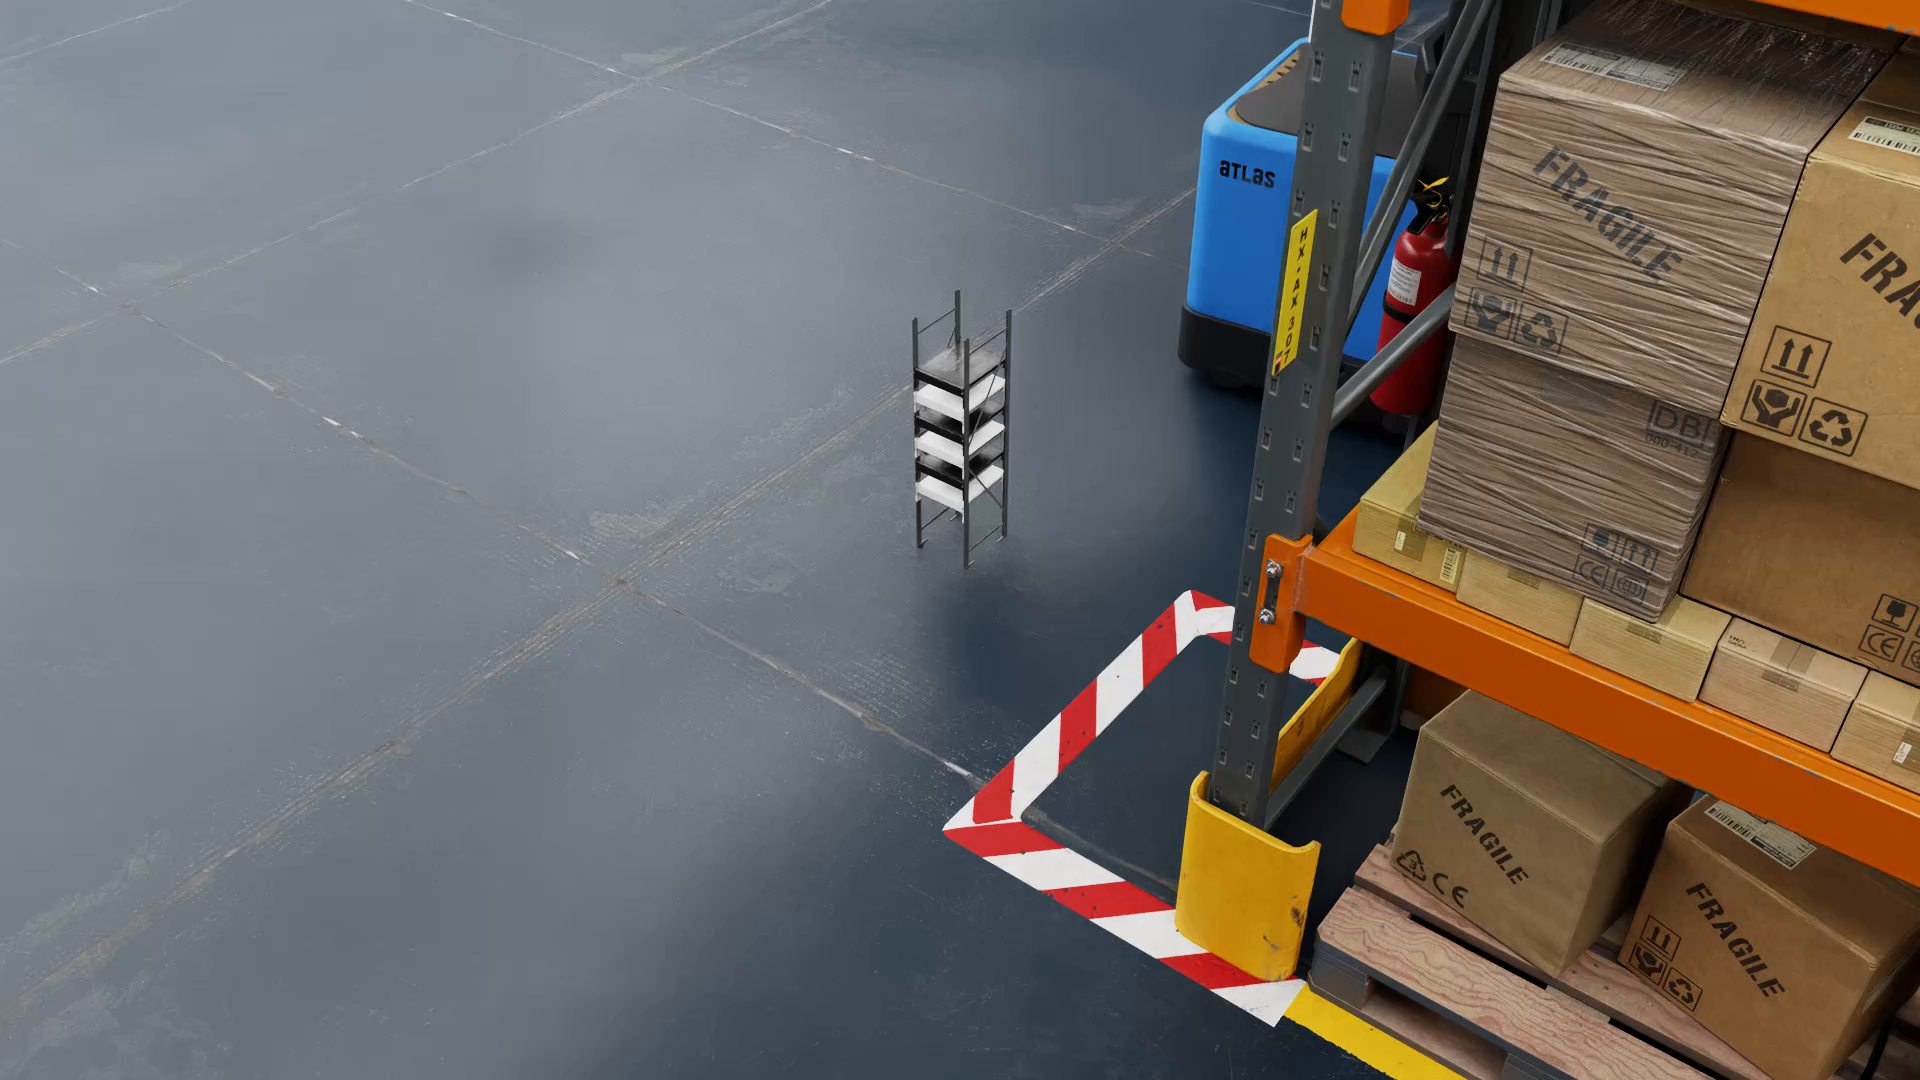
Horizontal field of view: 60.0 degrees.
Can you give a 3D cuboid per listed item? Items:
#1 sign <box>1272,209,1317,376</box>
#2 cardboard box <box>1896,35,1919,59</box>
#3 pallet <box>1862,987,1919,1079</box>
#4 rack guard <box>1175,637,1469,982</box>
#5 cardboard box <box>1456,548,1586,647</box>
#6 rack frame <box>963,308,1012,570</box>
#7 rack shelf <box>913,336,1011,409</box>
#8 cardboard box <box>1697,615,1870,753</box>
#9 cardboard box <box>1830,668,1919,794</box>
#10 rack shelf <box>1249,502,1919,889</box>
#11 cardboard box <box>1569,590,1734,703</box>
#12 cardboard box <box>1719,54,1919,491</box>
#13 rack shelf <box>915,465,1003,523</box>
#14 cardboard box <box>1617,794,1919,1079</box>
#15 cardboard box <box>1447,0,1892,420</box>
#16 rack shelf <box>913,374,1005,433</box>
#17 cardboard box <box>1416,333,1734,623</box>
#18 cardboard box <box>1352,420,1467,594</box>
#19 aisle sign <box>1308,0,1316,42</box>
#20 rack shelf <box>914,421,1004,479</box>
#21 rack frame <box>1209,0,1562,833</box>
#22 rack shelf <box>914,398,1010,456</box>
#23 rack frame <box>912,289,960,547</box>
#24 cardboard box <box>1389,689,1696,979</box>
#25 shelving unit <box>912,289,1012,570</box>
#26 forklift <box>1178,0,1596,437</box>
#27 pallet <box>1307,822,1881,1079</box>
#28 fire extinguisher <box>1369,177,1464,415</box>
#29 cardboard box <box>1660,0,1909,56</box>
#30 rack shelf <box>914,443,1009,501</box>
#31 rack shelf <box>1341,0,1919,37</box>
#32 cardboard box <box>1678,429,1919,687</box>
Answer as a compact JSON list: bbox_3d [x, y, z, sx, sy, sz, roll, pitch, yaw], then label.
[{"bbox_3d":[0.649,-0.477,3.224,0.005,0.325,0.100,25,45,29],"label":"sign"},{"bbox_3d":[1.966,-0.683,3.055,0.500,0.500,0.500,25,45,29],"label":"cardboard box"},{"bbox_3d":[2.628,1.503,3.659,1.213,0.211,1.003,25,45,29],"label":"pallet"},{"bbox_3d":[1.039,0.611,4.564,0.348,0.500,1.175,25,45,29],"label":"rack guard"},{"bbox_3d":[1.247,0.024,3.490,0.250,0.149,0.380,25,45,29],"label":"cardboard box"},{"bbox_3d":[0.087,-0.313,5.420,0.006,0.900,0.240,25,45,29],"label":"rack frame"},{"bbox_3d":[0.006,-0.538,5.323,0.200,0.077,0.258,25,45,29],"label":"rack shelf"},{"bbox_3d":[1.648,0.208,3.255,0.250,0.149,0.380,25,45,29],"label":"cardboard box"},{"bbox_3d":[1.842,0.305,3.131,0.250,0.149,0.380,25,45,29],"label":"cardboard box"},{"bbox_3d":[2.567,0.630,3.095,4.000,0.370,1.077,25,45,29],"label":"rack shelf"},{"bbox_3d":[1.437,0.125,3.361,0.250,0.149,0.380,25,45,29],"label":"cardboard box"},{"bbox_3d":[1.643,-0.422,2.722,0.500,0.500,0.500,25,45,29],"label":"cardboard box"},{"bbox_3d":[0.006,-0.183,5.600,0.200,0.077,0.258,25,45,29],"label":"rack shelf"},{"bbox_3d":[1.960,0.866,3.897,0.500,0.500,0.500,-25,45,-29],"label":"cardboard box"},{"bbox_3d":[1.250,-0.613,2.966,0.500,0.500,0.500,25,45,29],"label":"cardboard box"},{"bbox_3d":[0.006,-0.467,5.378,0.200,0.077,0.258,25,45,29],"label":"rack shelf"},{"bbox_3d":[1.399,-0.339,3.427,0.500,0.500,0.875,25,45,29],"label":"cardboard box"},{"bbox_3d":[1.060,-0.079,3.622,0.250,0.149,0.380,25,45,29],"label":"cardboard box"},{"bbox_3d":[0.747,-1.302,2.871,0.004,0.787,0.394,25,45,29],"label":"aisle sign"},{"bbox_3d":[0.006,-0.325,5.489,0.200,0.077,0.258,25,45,29],"label":"rack shelf"},{"bbox_3d":[0.979,-0.402,3.830,0.127,3.000,1.000,25,45,29],"label":"rack frame"},{"bbox_3d":[0.006,-0.396,5.434,0.200,0.077,0.258,25,45,29],"label":"rack shelf"},{"bbox_3d":[-0.074,-0.389,5.517,0.006,0.900,0.240,25,45,29],"label":"rack frame"},{"bbox_3d":[1.465,0.659,4.162,0.500,0.500,0.500,-29,46,-32],"label":"cardboard box"},{"bbox_3d":[0.006,-0.351,5.469,0.210,0.900,0.258,25,45,29],"label":"shelving unit"},{"bbox_3d":[2.388,-1.597,5.412,3.031,2.935,1.130,20,42,24],"label":"forklift"},{"bbox_3d":[1.663,1.046,4.243,1.213,0.211,1.003,25,45,29],"label":"pallet"},{"bbox_3d":[1.168,-0.640,4.197,0.183,0.674,0.296,25,45,29],"label":"fire extinguisher"},{"bbox_3d":[1.566,-0.867,3.291,0.500,0.500,0.500,25,45,29],"label":"cardboard box"},{"bbox_3d":[0.006,-0.254,5.545,0.200,0.077,0.258,25,45,29],"label":"rack shelf"},{"bbox_3d":[2.567,-0.551,2.170,4.000,0.370,1.077,25,45,29],"label":"rack shelf"},{"bbox_3d":[1.869,-0.210,3.263,0.500,0.500,0.875,25,45,29],"label":"cardboard box"}]
